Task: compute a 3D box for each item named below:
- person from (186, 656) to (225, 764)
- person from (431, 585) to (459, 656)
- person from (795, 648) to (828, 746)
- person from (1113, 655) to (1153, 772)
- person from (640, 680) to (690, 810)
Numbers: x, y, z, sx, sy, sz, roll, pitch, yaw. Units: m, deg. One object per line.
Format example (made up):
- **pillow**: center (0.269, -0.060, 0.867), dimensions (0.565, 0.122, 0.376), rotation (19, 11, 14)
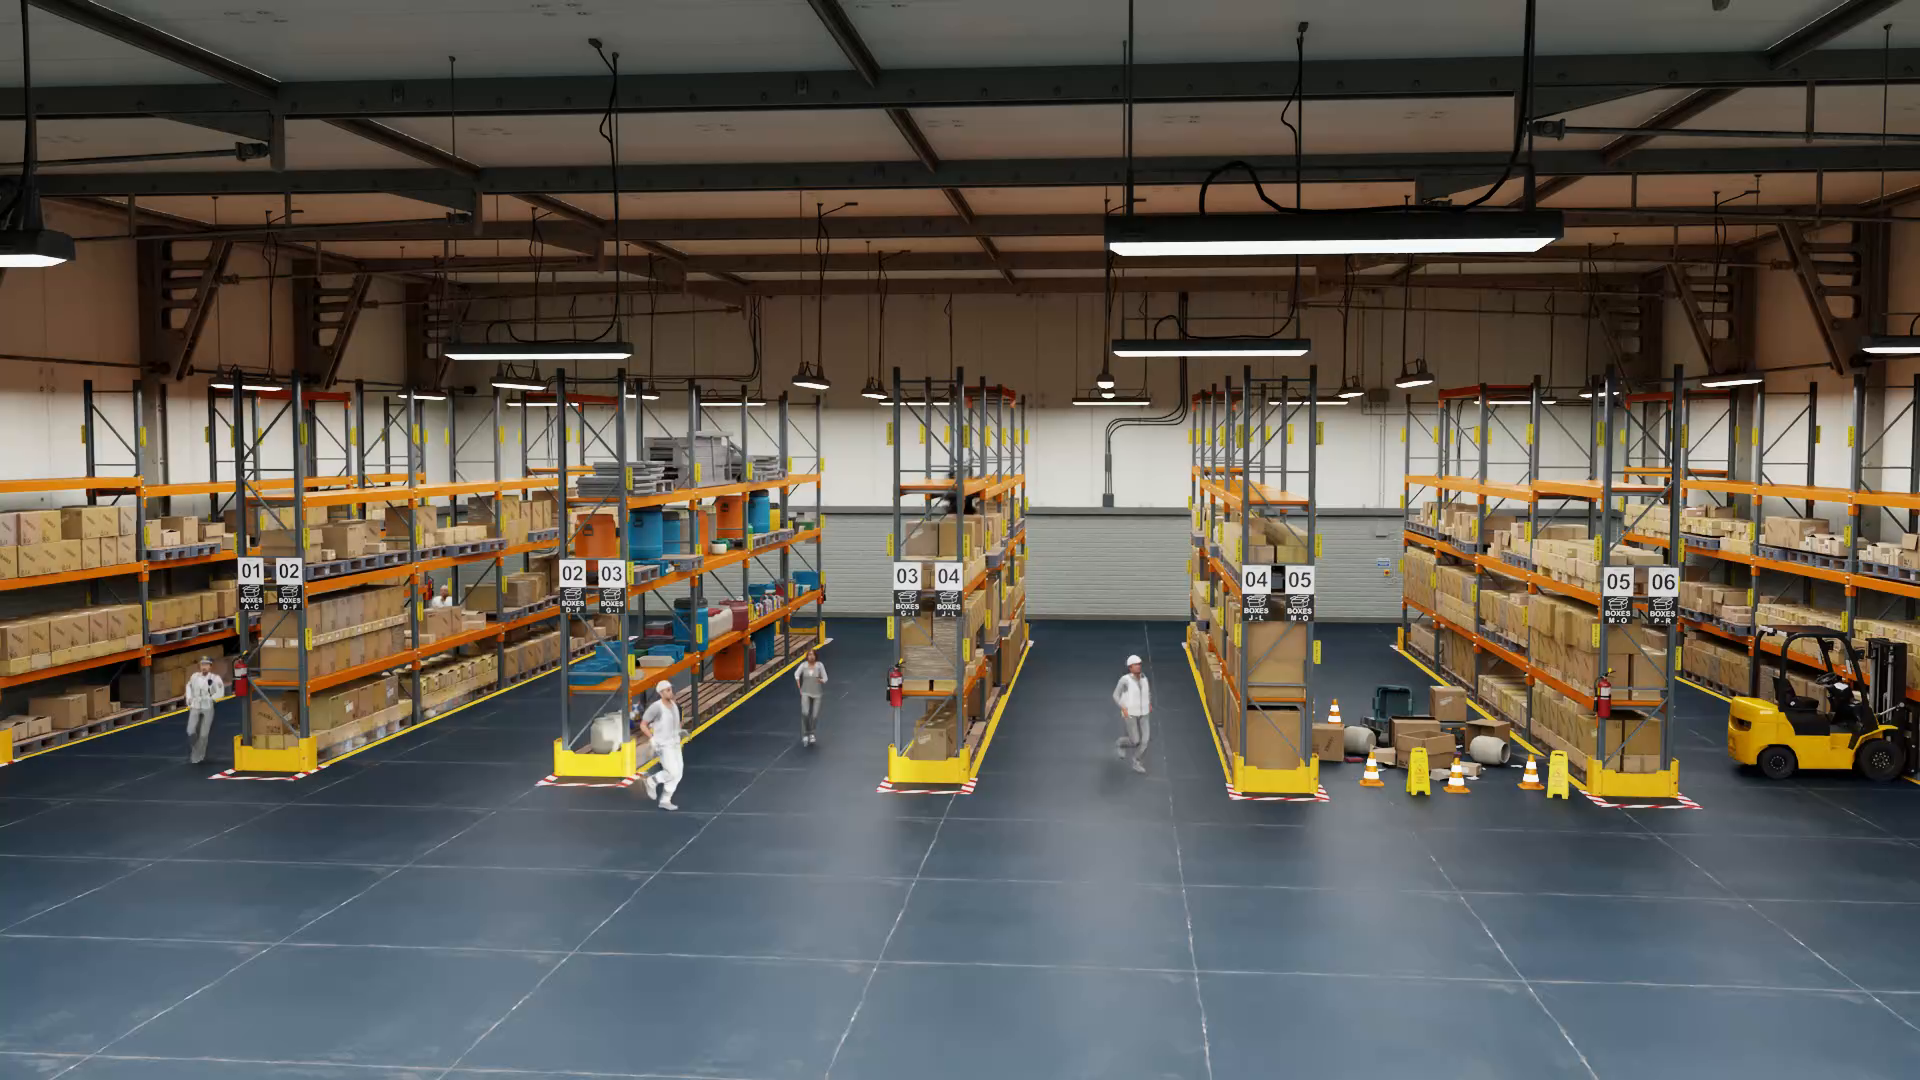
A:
- **person**: center (-11.583, 2.589, 25.465), dimensions (0.563, 1.672, 0.590), rotation (-1, 4, -12)
- **person**: center (-11.280, 1.885, 36.337), dimensions (0.678, 1.698, 0.808), rotation (0, 4, -4)
- **person**: center (-2.404, 2.540, 26.942), dimensions (0.529, 1.584, 0.667), rotation (0, 4, -8)
- **person**: center (2.611, 2.594, 24.980), dimensions (0.664, 1.732, 0.625), rotation (-2, 4, -25)
- **person**: center (-3.938, 2.750, 22.327), dimensions (0.597, 1.740, 0.657), rotation (2, 4, 30)
